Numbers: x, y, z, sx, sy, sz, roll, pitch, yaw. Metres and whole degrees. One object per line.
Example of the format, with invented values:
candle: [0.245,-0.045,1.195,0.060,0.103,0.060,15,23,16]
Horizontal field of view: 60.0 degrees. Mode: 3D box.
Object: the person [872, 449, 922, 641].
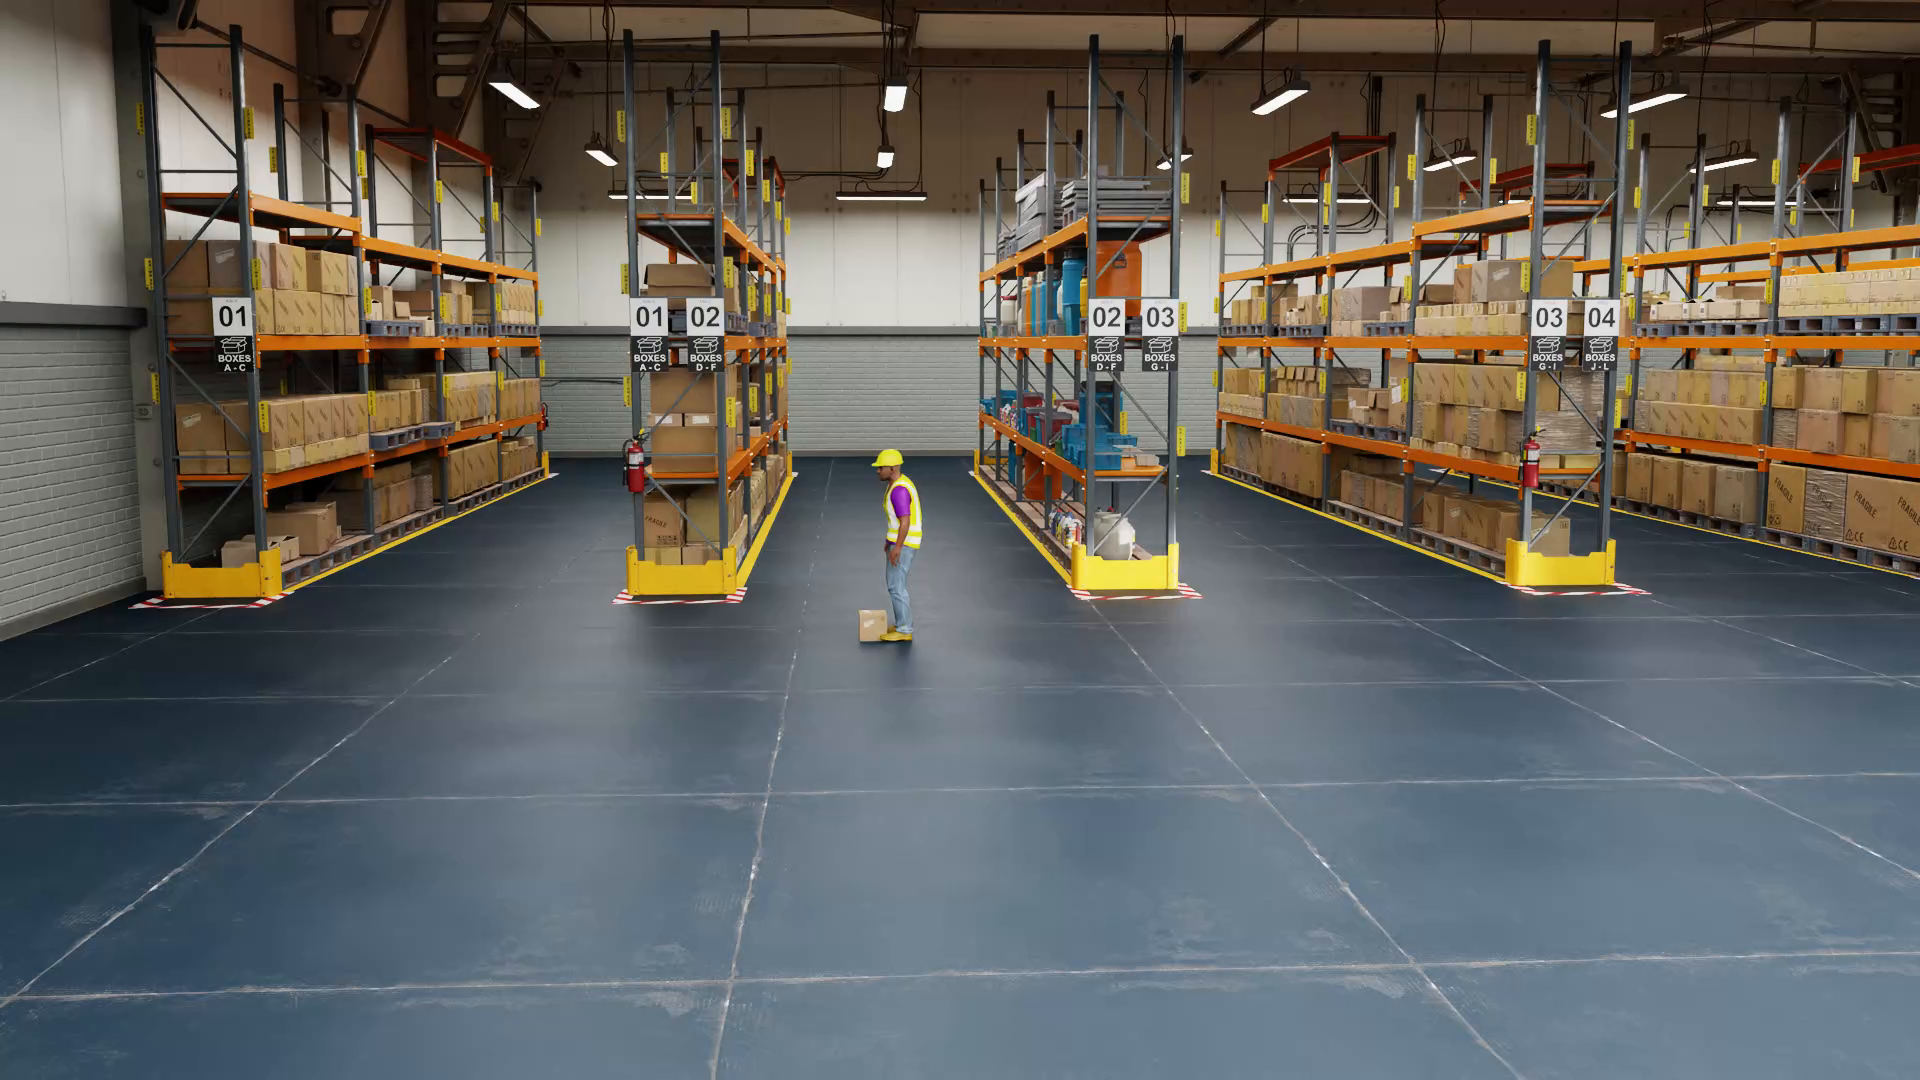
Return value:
person: [-0.584,0.041,15.318,0.456,1.761,0.637,-1,7,-6]
